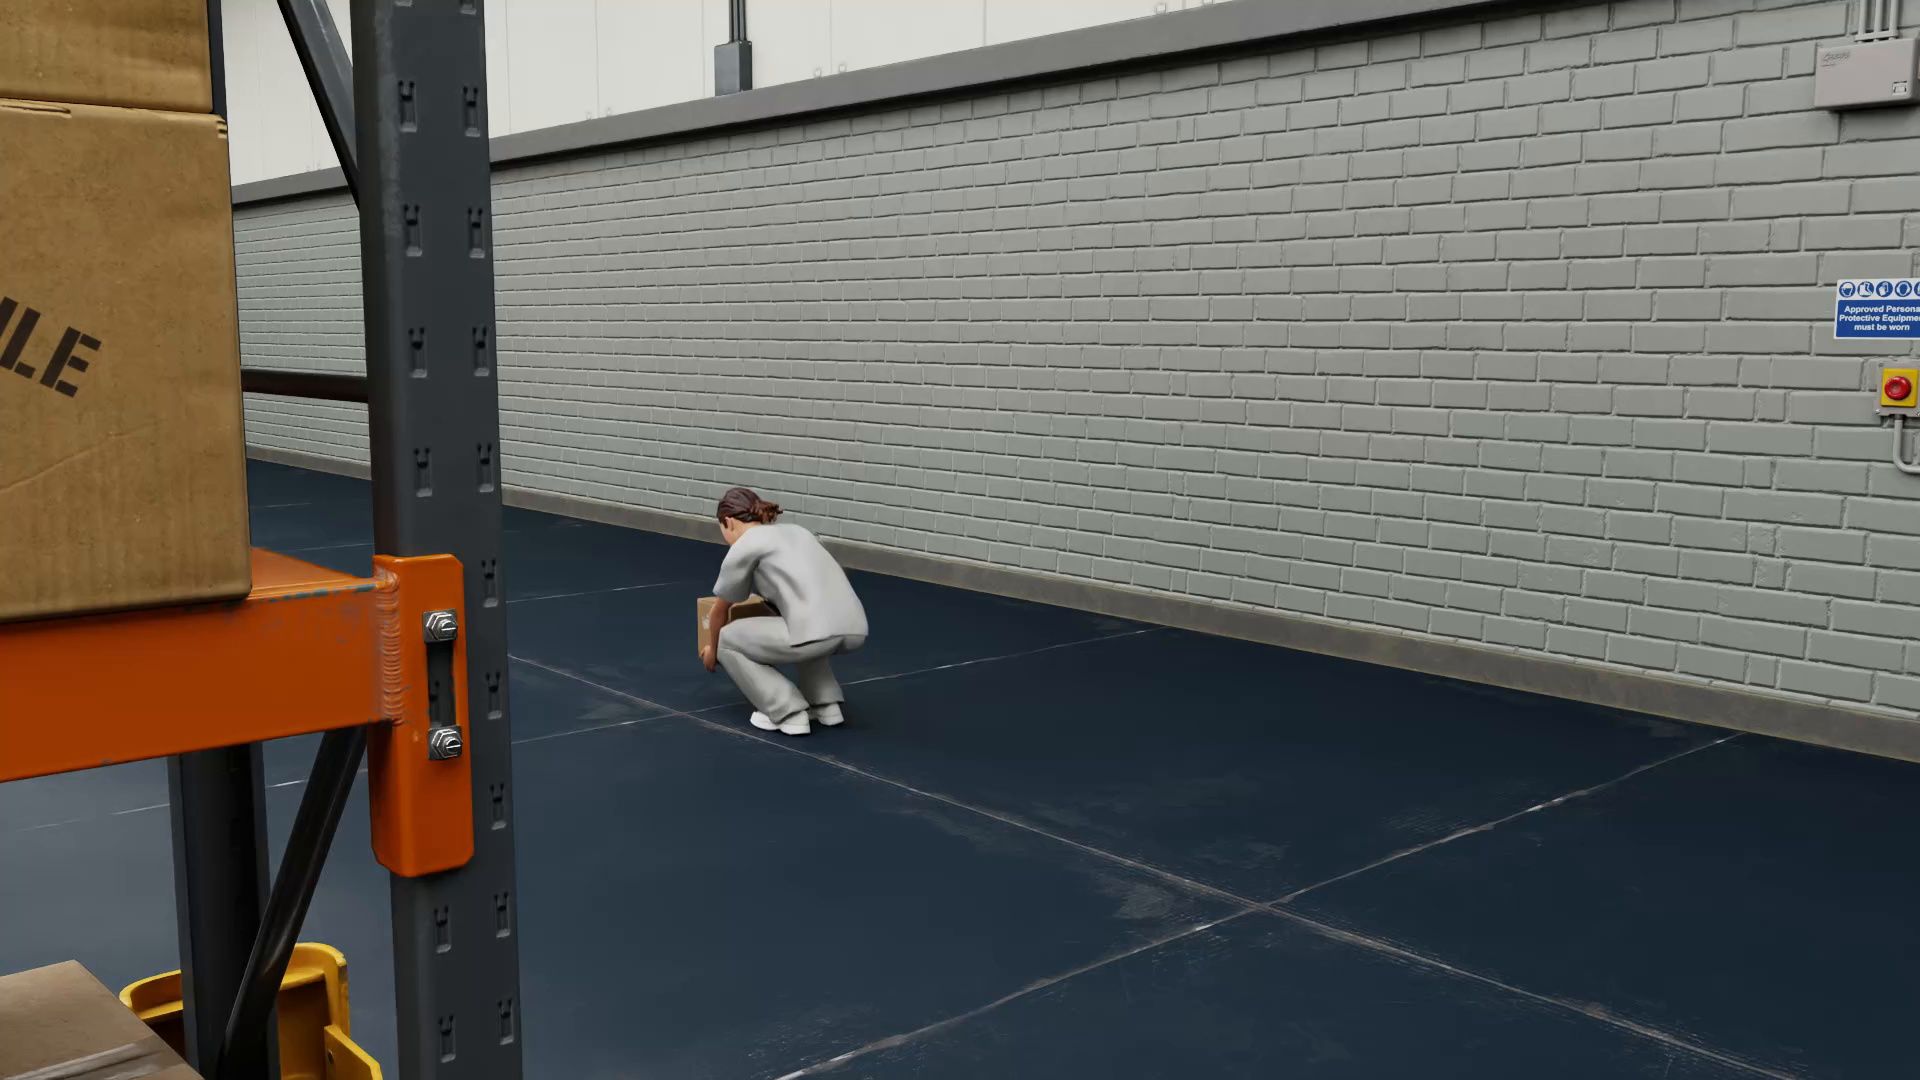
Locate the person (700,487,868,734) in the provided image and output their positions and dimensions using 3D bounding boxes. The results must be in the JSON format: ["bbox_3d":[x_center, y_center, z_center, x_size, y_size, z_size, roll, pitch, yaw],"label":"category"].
[{"bbox_3d":[-0.714,0.267,6.637,0.477,0.933,0.804,-6,10,-41],"label":"person"}]
